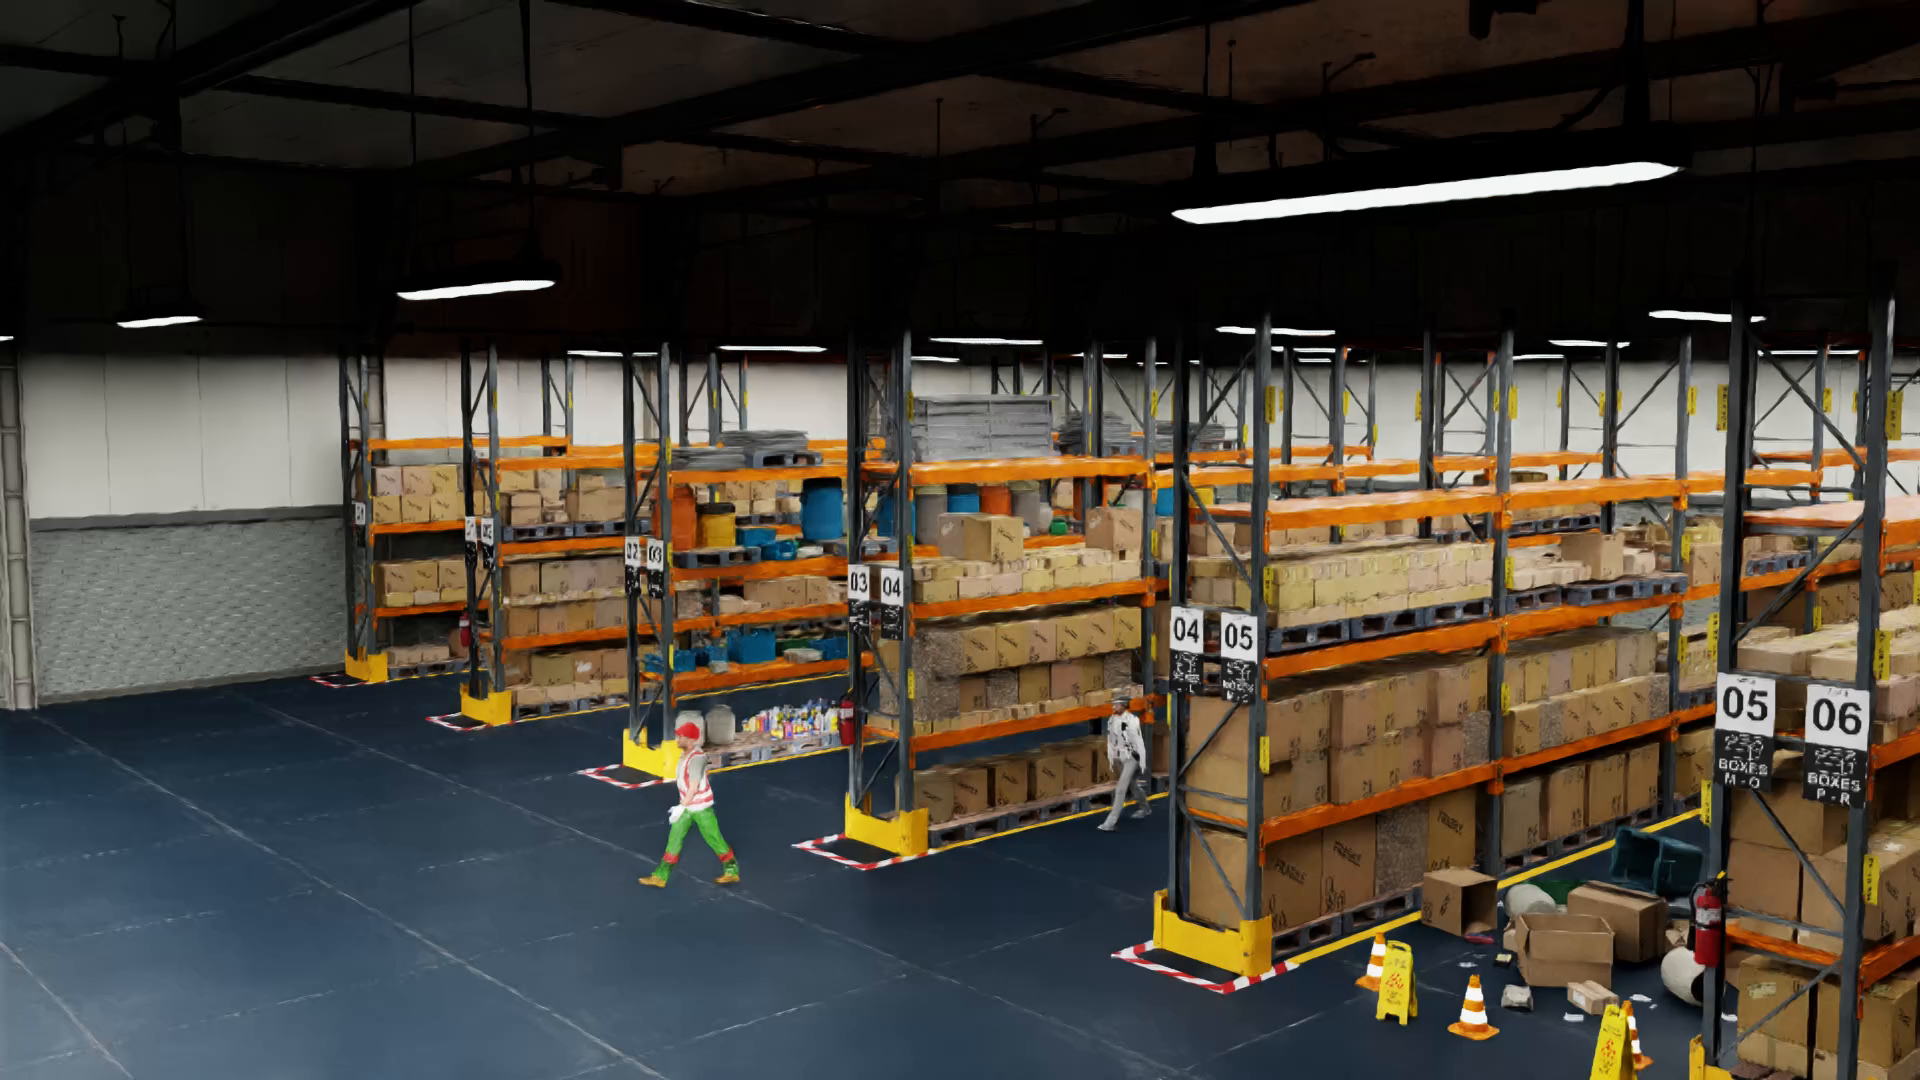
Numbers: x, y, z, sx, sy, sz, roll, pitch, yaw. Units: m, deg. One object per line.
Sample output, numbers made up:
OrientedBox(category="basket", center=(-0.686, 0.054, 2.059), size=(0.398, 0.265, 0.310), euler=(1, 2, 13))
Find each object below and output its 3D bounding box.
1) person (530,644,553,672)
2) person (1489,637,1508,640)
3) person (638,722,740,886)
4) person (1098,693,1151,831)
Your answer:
OrientedBox(category="person", center=(-7.210, 1.799, 28.619), size=(0.531, 1.629, 0.592), euler=(-5, 7, -43))
OrientedBox(category="person", center=(7.950, 2.129, 24.552), size=(0.371, 1.650, 0.582), euler=(3, 6, 28))
OrientedBox(category="person", center=(-2.803, 2.746, 17.259), size=(1.038, 1.726, 0.534), euler=(-3, 6, -32))
OrientedBox(category="person", center=(1.925, 2.588, 19.740), size=(1.072, 1.575, 0.496), euler=(-4, 7, -40))
